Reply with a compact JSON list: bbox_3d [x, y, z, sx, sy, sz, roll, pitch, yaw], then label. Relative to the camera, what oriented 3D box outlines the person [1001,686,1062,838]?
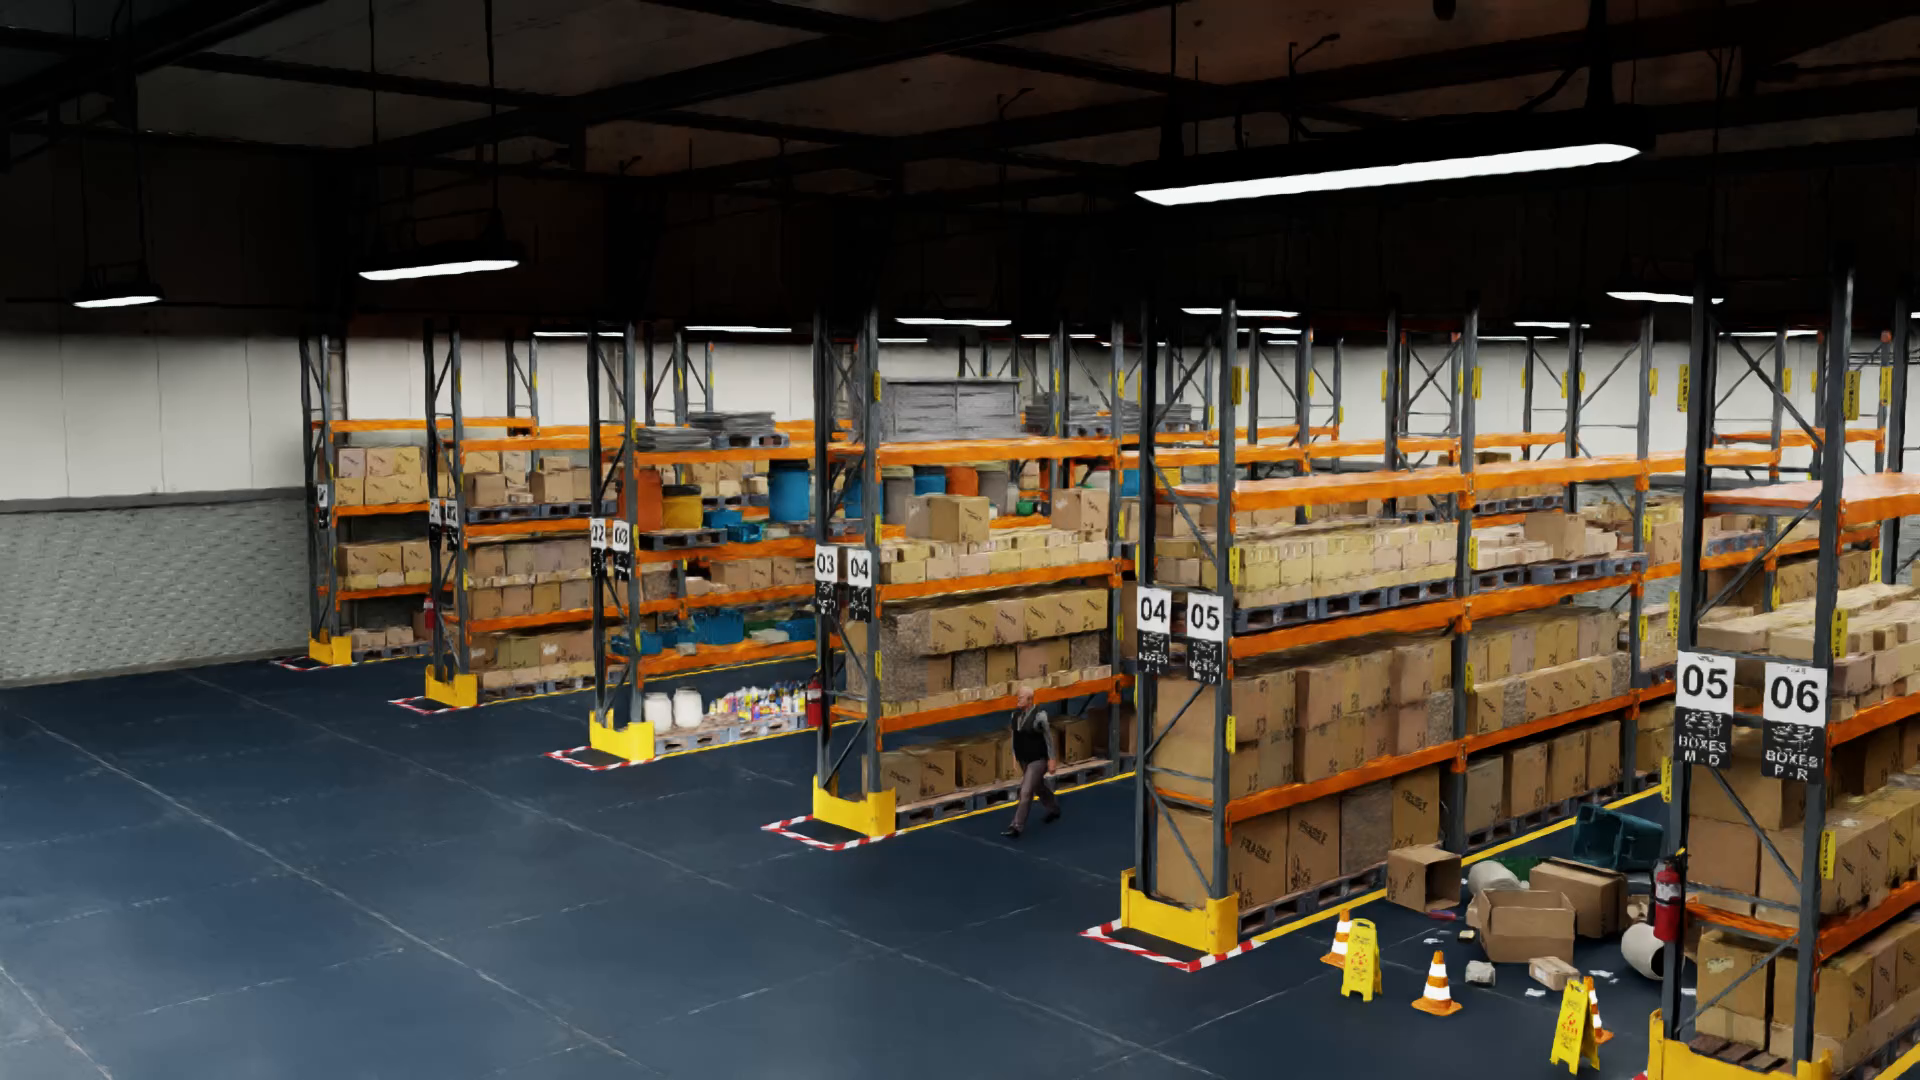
[{"bbox_3d":[0.765,2.451,18.687,1.115,1.648,0.536,-5,8,-40],"label":"person"}]
